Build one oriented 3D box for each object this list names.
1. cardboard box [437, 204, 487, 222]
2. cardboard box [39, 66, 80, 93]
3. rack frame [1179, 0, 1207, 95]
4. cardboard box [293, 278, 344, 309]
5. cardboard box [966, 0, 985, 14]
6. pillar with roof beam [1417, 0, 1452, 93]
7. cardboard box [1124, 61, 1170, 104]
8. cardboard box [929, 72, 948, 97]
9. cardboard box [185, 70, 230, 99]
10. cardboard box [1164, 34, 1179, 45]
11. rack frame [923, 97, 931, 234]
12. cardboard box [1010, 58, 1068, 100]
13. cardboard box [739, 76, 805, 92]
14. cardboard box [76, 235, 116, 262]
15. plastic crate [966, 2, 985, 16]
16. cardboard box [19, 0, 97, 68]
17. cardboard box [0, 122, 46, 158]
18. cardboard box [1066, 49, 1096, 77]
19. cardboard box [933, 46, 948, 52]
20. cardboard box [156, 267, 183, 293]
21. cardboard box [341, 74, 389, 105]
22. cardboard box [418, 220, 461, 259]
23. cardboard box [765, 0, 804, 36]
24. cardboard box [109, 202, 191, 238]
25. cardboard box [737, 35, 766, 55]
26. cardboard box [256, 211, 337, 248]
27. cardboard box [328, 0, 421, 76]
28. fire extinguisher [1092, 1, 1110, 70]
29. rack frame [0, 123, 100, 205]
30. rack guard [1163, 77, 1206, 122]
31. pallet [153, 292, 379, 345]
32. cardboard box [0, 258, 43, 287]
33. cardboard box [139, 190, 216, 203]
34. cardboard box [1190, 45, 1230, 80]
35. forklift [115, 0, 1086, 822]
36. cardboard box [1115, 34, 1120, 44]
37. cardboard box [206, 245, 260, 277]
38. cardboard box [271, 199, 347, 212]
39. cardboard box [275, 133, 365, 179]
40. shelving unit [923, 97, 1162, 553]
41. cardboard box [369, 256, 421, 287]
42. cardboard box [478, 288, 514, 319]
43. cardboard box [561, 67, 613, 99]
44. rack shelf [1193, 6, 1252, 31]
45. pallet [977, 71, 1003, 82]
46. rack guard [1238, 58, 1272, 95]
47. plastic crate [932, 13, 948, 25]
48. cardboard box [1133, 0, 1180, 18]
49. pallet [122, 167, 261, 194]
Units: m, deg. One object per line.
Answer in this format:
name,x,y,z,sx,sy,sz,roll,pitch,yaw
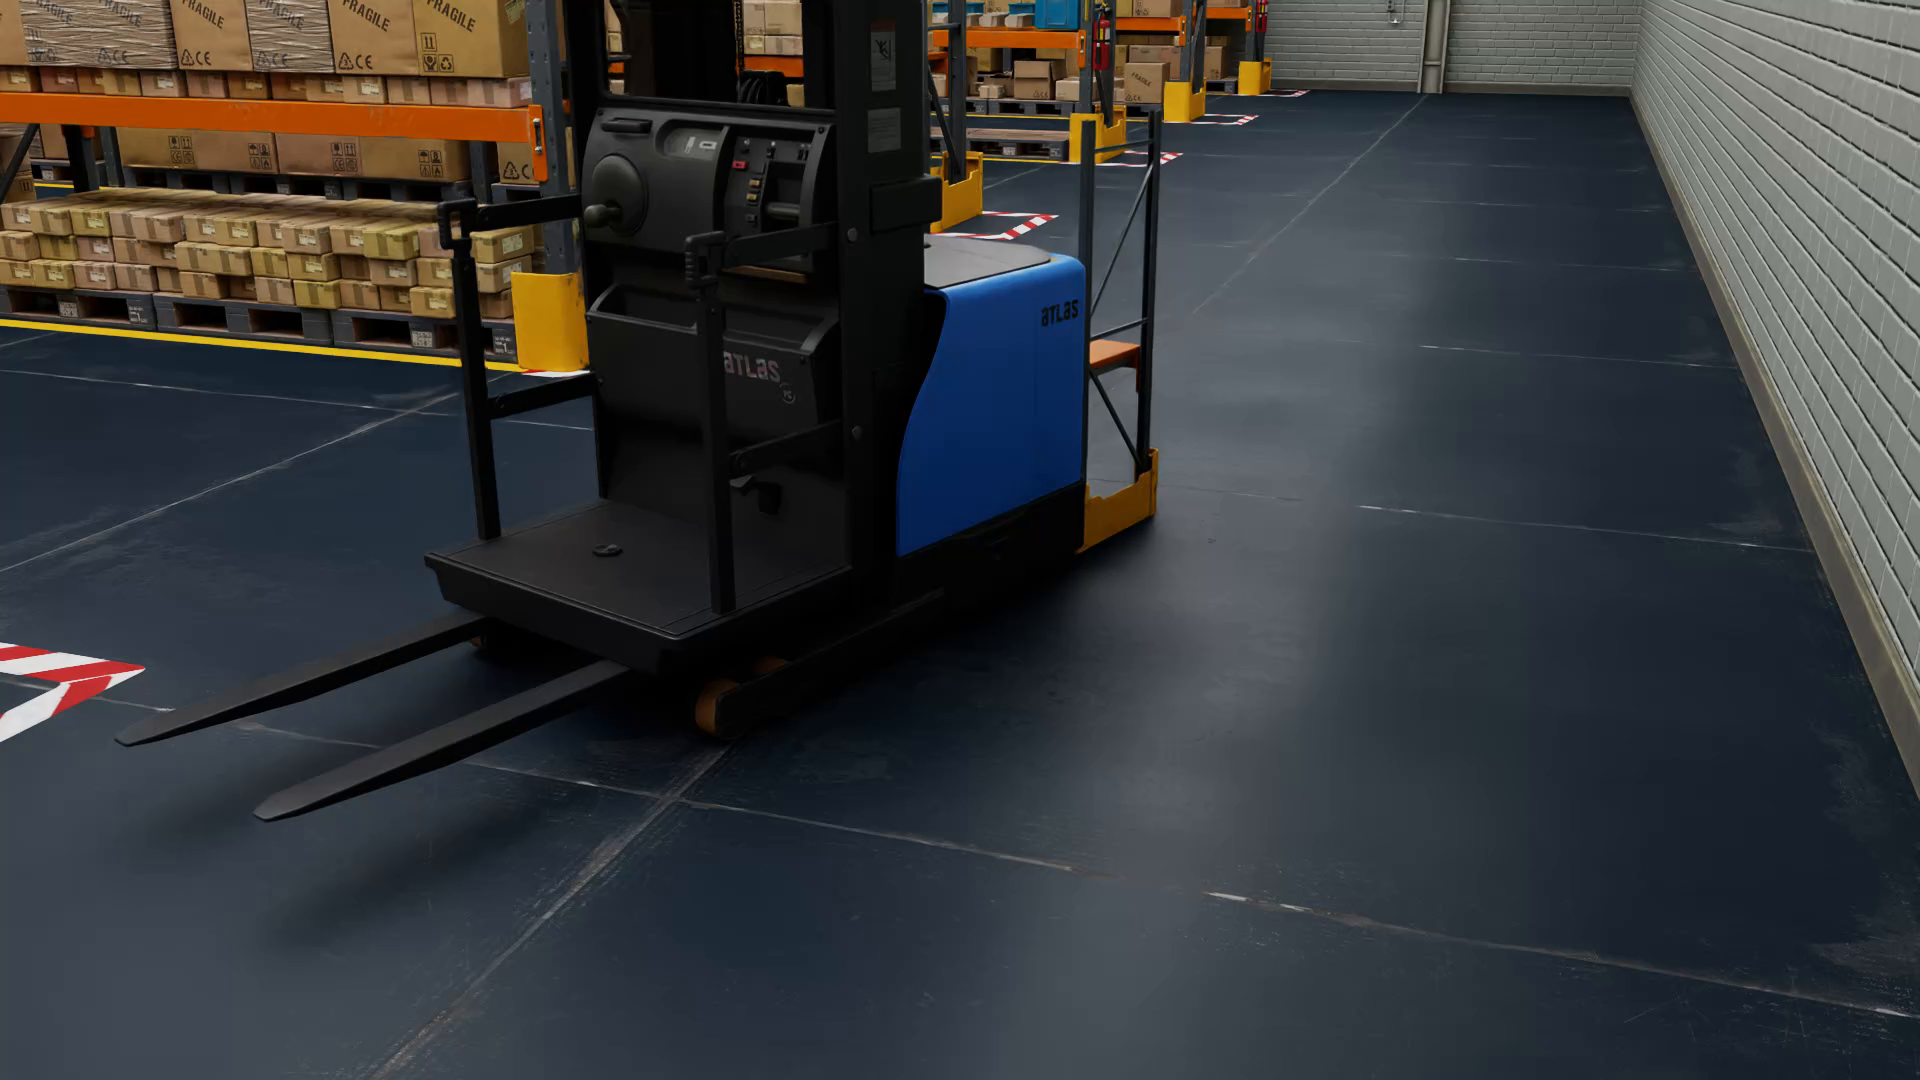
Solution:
cardboard box,-2.773,-1.819,9.528,0.250,0.149,0.380,6,20,18
cardboard box,-4.974,-2.628,9.441,0.250,0.149,0.380,6,20,16
rack frame,3.084,-7.076,21.817,0.127,3.000,1.000,7,20,18
cardboard box,-3.456,-1.391,9.203,0.250,0.149,0.380,6,20,16
cardboard box,0.182,-7.361,22.484,0.500,0.500,0.500,7,20,19
pillar with roof beam,6.128,-10.088,21.345,0.400,9.000,9.100,7,20,18
cardboard box,2.489,-6.085,22.105,0.500,0.500,0.500,7,20,18
cardboard box,-0.369,-6.333,23.104,0.500,0.311,0.500,7,20,18
cardboard box,-3.984,-2.504,9.084,0.250,0.149,0.380,7,21,20
cardboard box,3.481,-8.115,26.974,0.250,0.149,0.380,7,20,19
rack frame,-0.272,-0.938,6.487,0.032,1.500,0.500,13,23,33
cardboard box,1.082,-6.335,22.818,0.637,0.503,0.797,7,20,18
cardboard box,-1.661,-3.333,13.672,0.875,0.875,0.875,7,20,18
cardboard box,-4.924,-1.736,9.741,0.250,0.149,0.380,6,20,18
plastic crate,0.086,-5.756,18.196,0.300,0.233,0.416,7,20,18
cardboard box,-4.817,-2.901,9.238,0.500,0.500,0.500,7,20,18
cardboard box,-8.895,-4.009,16.151,0.500,0.500,0.700,5,20,14
cardboard box,2.074,-7.898,27.337,0.500,0.500,0.700,6,20,18
cardboard box,-0.570,-8.356,28.120,0.750,0.750,0.750,7,20,20
cardboard box,-4.409,-1.540,9.630,0.250,0.149,0.380,6,20,16
cardboard box,-3.008,-2.375,8.713,0.250,0.149,0.380,7,20,20
cardboard box,-2.695,-1.621,8.959,0.250,0.149,0.380,7,20,19
cardboard box,-1.194,-4.090,13.029,0.500,0.250,0.500,6,20,17
cardboard box,-4.665,-1.847,9.607,0.250,0.149,0.380,6,20,17
cardboard box,-1.580,-3.923,13.156,0.250,0.149,0.380,6,20,17
cardboard box,-3.690,-1.732,9.277,0.250,0.149,0.380,6,20,16
cardboard box,-2.888,-2.678,8.598,0.500,0.500,0.500,6,20,17
fire extinguisher,1.448,-5.166,17.022,0.183,0.674,0.296,7,20,18
rack frame,-5.672,-2.897,9.829,0.127,3.000,1.000,7,20,18
rack guard,3.012,-5.903,22.252,0.348,0.500,1.175,7,20,18
pallet,-3.870,-1.387,9.735,1.213,0.211,1.003,7,20,18
cardboard box,-5.434,-1.610,9.830,0.250,0.149,0.380,6,20,16
cardboard box,-4.759,-2.032,10.139,0.250,0.149,0.380,6,20,18
cardboard box,4.012,-7.679,26.707,0.500,0.500,0.700,7,20,18
forklift,-0.861,-1.022,4.555,1.130,2.935,3.031,14,24,35
cardboard box,2.514,-8.225,27.289,0.250,0.149,0.380,7,20,19
cardboard box,-3.976,-1.588,9.315,0.250,0.149,0.380,7,20,19
cardboard box,-3.796,-1.893,9.740,0.250,0.149,0.380,7,20,18
cardboard box,-5.405,-3.782,14.959,0.875,0.875,1.225,6,20,16
shelving unit,0.151,-0.839,6.205,1.083,1.500,0.587,13,23,33
cardboard box,-2.977,-1.481,9.009,0.250,0.149,0.380,6,20,16
cardboard box,-2.459,-1.309,8.967,0.250,0.149,0.380,7,20,19
cardboard box,-2.092,-2.483,9.024,0.250,0.149,0.380,6,20,18
rack shelf,2.817,-8.492,26.975,4.000,0.370,1.077,7,20,18
pallet,0.174,-7.791,28.108,1.213,0.211,1.003,7,20,18
rack guard,4.729,-7.433,26.641,0.348,0.500,1.175,7,20,18
plastic crate,-0.201,-5.556,17.767,0.250,0.136,0.298,7,20,18
cardboard box,2.571,-7.087,21.697,0.500,0.500,0.500,7,20,20
pallet,-7.008,-3.435,15.609,1.213,0.211,1.003,7,20,18
